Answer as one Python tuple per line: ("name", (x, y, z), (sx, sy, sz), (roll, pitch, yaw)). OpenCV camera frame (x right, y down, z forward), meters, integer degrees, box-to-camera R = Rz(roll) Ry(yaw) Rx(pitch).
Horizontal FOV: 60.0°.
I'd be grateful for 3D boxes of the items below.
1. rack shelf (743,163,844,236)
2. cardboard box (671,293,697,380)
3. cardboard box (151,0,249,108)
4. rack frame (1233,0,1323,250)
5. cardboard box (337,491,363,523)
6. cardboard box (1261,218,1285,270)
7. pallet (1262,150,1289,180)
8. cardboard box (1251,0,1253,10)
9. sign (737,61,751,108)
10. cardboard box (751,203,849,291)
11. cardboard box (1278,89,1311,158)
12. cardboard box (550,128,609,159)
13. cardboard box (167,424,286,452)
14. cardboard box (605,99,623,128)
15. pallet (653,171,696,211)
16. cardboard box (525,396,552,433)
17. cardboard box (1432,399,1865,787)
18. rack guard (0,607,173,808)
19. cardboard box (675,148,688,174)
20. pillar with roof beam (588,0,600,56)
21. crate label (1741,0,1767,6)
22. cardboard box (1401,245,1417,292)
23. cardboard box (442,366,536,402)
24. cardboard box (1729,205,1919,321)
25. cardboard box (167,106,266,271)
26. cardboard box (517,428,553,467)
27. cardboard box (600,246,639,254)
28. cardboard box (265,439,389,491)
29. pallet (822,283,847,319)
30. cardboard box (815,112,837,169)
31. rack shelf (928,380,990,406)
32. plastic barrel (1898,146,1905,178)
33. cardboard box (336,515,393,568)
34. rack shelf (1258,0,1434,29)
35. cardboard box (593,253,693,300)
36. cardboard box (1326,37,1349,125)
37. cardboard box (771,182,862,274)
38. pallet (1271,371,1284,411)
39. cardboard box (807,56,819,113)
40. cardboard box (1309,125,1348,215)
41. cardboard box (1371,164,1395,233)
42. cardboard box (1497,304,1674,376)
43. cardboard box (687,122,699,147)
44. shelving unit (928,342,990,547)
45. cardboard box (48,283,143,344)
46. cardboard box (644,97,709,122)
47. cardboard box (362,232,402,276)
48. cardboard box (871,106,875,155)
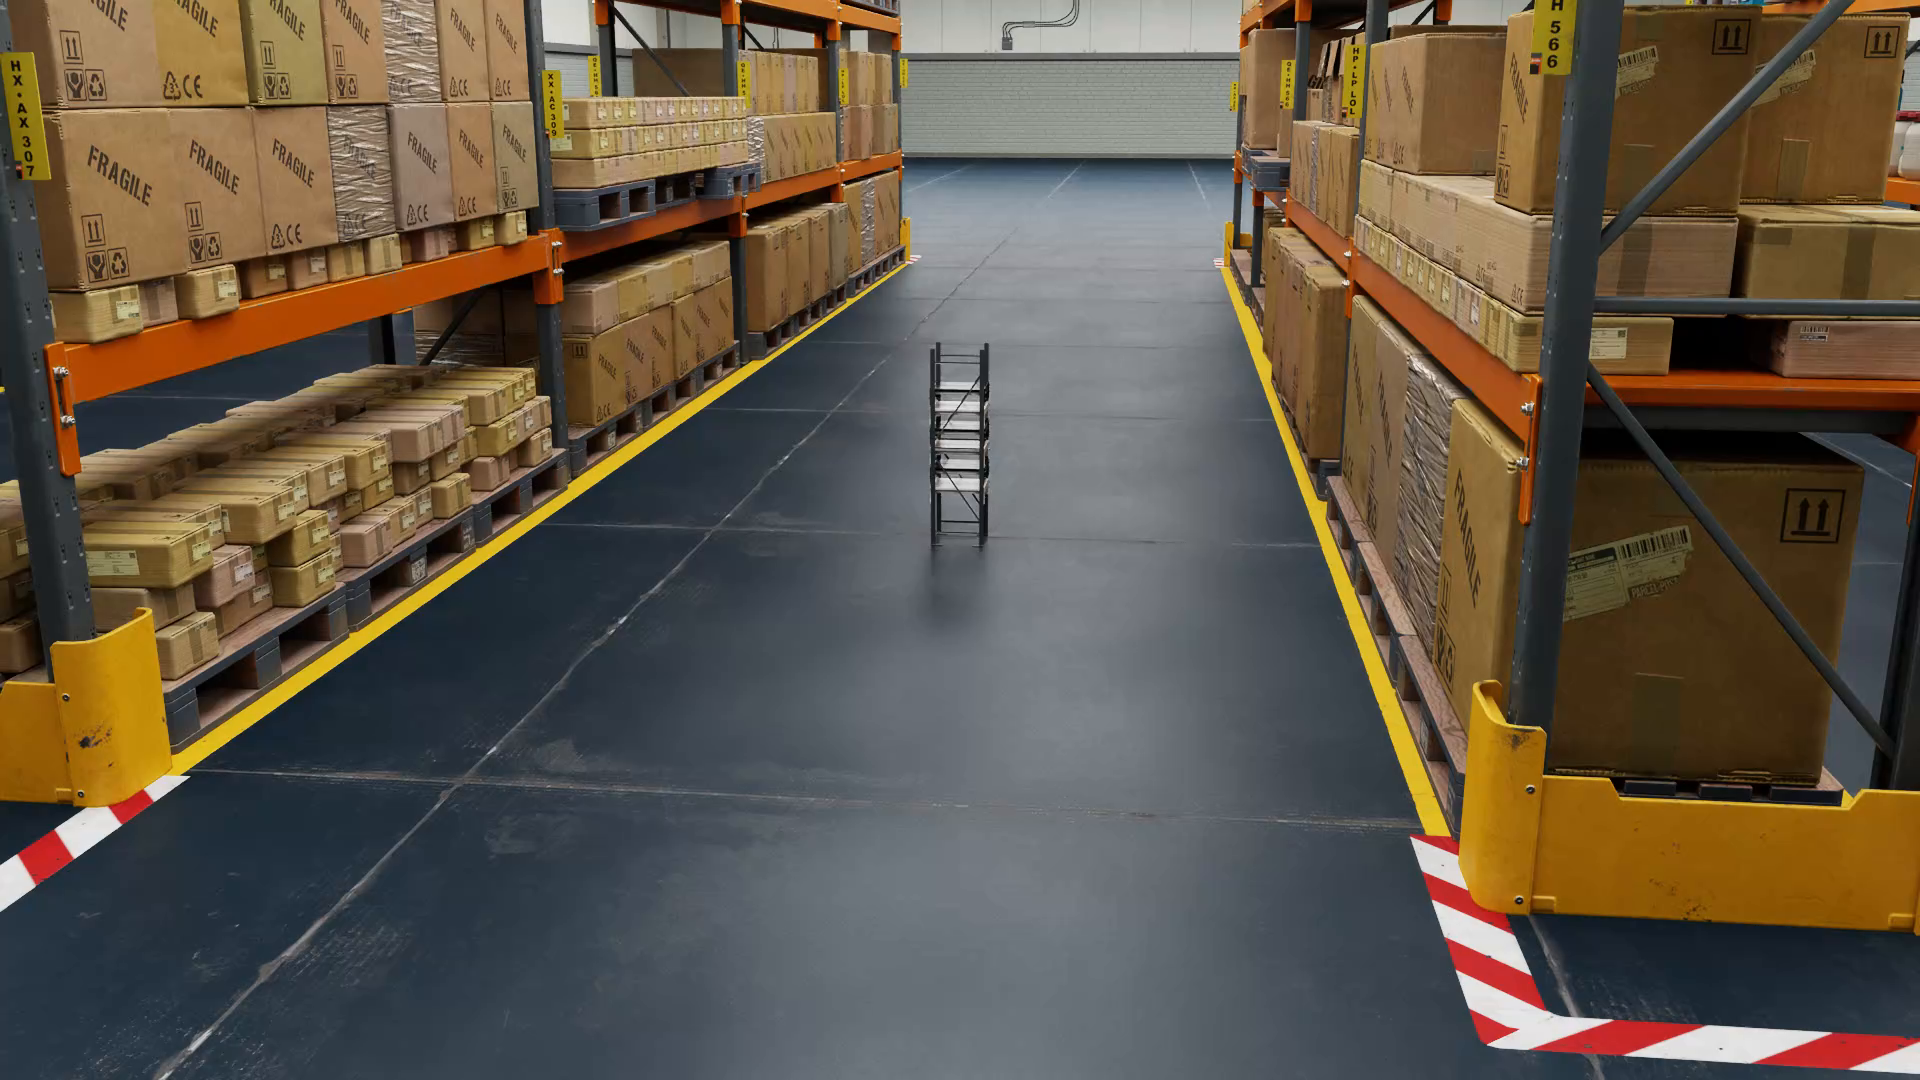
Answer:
("rack shelf", (-1.880, -2.961, 14.245), (1.077, 0.370, 4.000), (2, 15, 6))
("cardboard box", (-2.026, -1.335, 10.838), (0.500, 0.500, 0.500), (1, 15, 4))
("cardboard box", (-2.644, -1.629, 5.264), (0.500, 0.500, 0.500), (2, 15, 8))
("rack frame", (3.714, -4.692, 19.269), (1.000, 3.000, 0.127), (2, 15, 6))
("cardboard box", (-2.606, -0.155, 6.578), (0.380, 0.149, 0.250), (2, 15, 9))
("cardboard box", (3.396, -3.066, 17.238), (0.500, 0.500, 0.500), (0, 15, 1))
("pallet", (2.994, -3.040, 13.524), (1.003, 0.211, 1.213), (2, 15, 6))
("cardboard box", (3.237, -5.553, 16.993), (0.500, 0.250, 0.500), (2, 15, 8))
("sign", (-1.566, -3.297, 12.042), (0.100, 0.325, 0.005), (2, 15, 6))
("cardboard box", (-1.635, -2.780, 15.703), (1.050, 0.750, 0.750), (2, 15, 6))
("cardboard box", (2.796, -3.158, 12.597), (0.700, 0.500, 0.500), (4, 16, 15))
("cardboard box", (-2.056, -2.066, 8.663), (0.380, 0.149, 0.250), (2, 15, 7))
("cardboard box", (-3.004, -0.378, 6.832), (0.380, 0.149, 0.250), (2, 15, 7))
("cardboard box", (-2.030, -2.282, 8.893), (0.380, 0.149, 0.250), (2, 15, 8))
("pallet", (-2.289, -2.183, 10.355), (1.003, 0.211, 1.213), (2, 15, 6))
("cardboard box", (-2.277, -0.631, 8.338), (0.380, 0.149, 0.250), (2, 15, 7))
("cardboard box", (1.901, 0.112, 4.768), (0.875, 0.875, 0.875), (2, 15, 6))
("rack guard", (-3.000, 0.472, 4.959), (1.175, 0.500, 0.348), (2, 15, 6))
("cardboard box", (-1.882, -2.327, 10.196), (0.380, 0.149, 0.250), (1, 15, 4))
("pillar with roof beam", (-5.054, -13.969, 42.084), (9.100, 9.000, 0.400), (2, 15, 6))
("crate label", (8.095, -5.447, 16.598), (0.502, 0.251, 0.408), (2, 15, 6))
("cardboard box", (1.821, -0.988, 6.049), (0.380, 0.149, 0.250), (1, 15, 5))
("cardboard box", (-2.339, -0.766, 8.266), (0.380, 0.149, 0.250), (2, 15, 8))
("cardboard box", (2.231, -0.730, 4.334), (0.500, 0.250, 0.500), (1, 15, 5))
("cardboard box", (-2.648, -1.155, 5.425), (0.500, 0.500, 0.500), (2, 15, 6))
("cardboard box", (-2.263, -0.467, 8.300), (0.380, 0.149, 0.250), (2, 15, 7))
("cardboard box", (-2.481, -1.845, 11.285), (0.500, 0.250, 0.500), (2, 15, 6))
("cardboard box", (-2.483, -0.297, 6.529), (0.380, 0.149, 0.250), (2, 15, 7))
("pallet", (-1.667, -2.279, 15.685), (1.003, 0.211, 1.213), (2, 15, 6))
("cardboard box", (-1.448, -3.732, 15.527), (0.500, 0.500, 0.500), (2, 15, 6))
("rack shelf", (-0.001, -0.661, 7.475), (0.258, 0.077, 0.200), (2, 15, 6))
("plastic barrel", (7.882, -3.104, 13.658), (0.301, 0.262, 0.301), (0, 15, 0))
("cardboard box", (-2.476, 0.003, 6.561), (0.380, 0.149, 0.250), (1, 15, 4))
("rack shelf", (3.037, -4.237, 13.217), (1.077, 0.370, 4.000), (2, 15, 6))
("cardboard box", (-2.042, -1.700, 10.751), (0.500, 0.250, 0.500), (2, 15, 8))
("cardboard box", (2.636, -2.792, 10.128), (0.797, 0.503, 0.637), (2, 15, 8))
("cardboard box", (-1.514, -3.165, 16.888), (0.875, 0.875, 0.875), (2, 15, 7))
("pallet", (2.647, -1.069, 11.212), (1.003, 0.211, 1.213), (2, 15, 6))
("cardboard box", (-1.705, -4.229, 15.449), (0.700, 0.500, 0.500), (1, 15, 5))
("cardboard box", (2.317, -2.151, 9.680), (0.500, 0.500, 0.500), (2, 15, 6))
("cardboard box", (1.985, -1.408, 6.841), (0.500, 0.250, 0.500), (2, 15, 6))
("cardboard box", (1.621, -0.523, 4.333), (0.380, 0.149, 0.250), (2, 15, 7))
("cardboard box", (-1.853, -2.539, 10.411), (0.380, 0.149, 0.250), (2, 15, 8))
("shelving unit", (-0.001, -0.432, 7.537), (0.258, 0.900, 0.210), (2, 15, 6))
("cardboard box", (-2.646, -0.668, 4.868), (0.380, 0.149, 0.250), (2, 15, 6))
("cardboard box", (-1.825, -2.753, 10.634), (0.380, 0.149, 0.250), (2, 15, 6))
("cardboard box", (-2.462, -1.143, 6.622), (0.380, 0.149, 0.250), (2, 15, 7))
("cardboard box", (-1.428, -4.555, 18.473), (0.875, 0.550, 0.550), (2, 15, 6))
